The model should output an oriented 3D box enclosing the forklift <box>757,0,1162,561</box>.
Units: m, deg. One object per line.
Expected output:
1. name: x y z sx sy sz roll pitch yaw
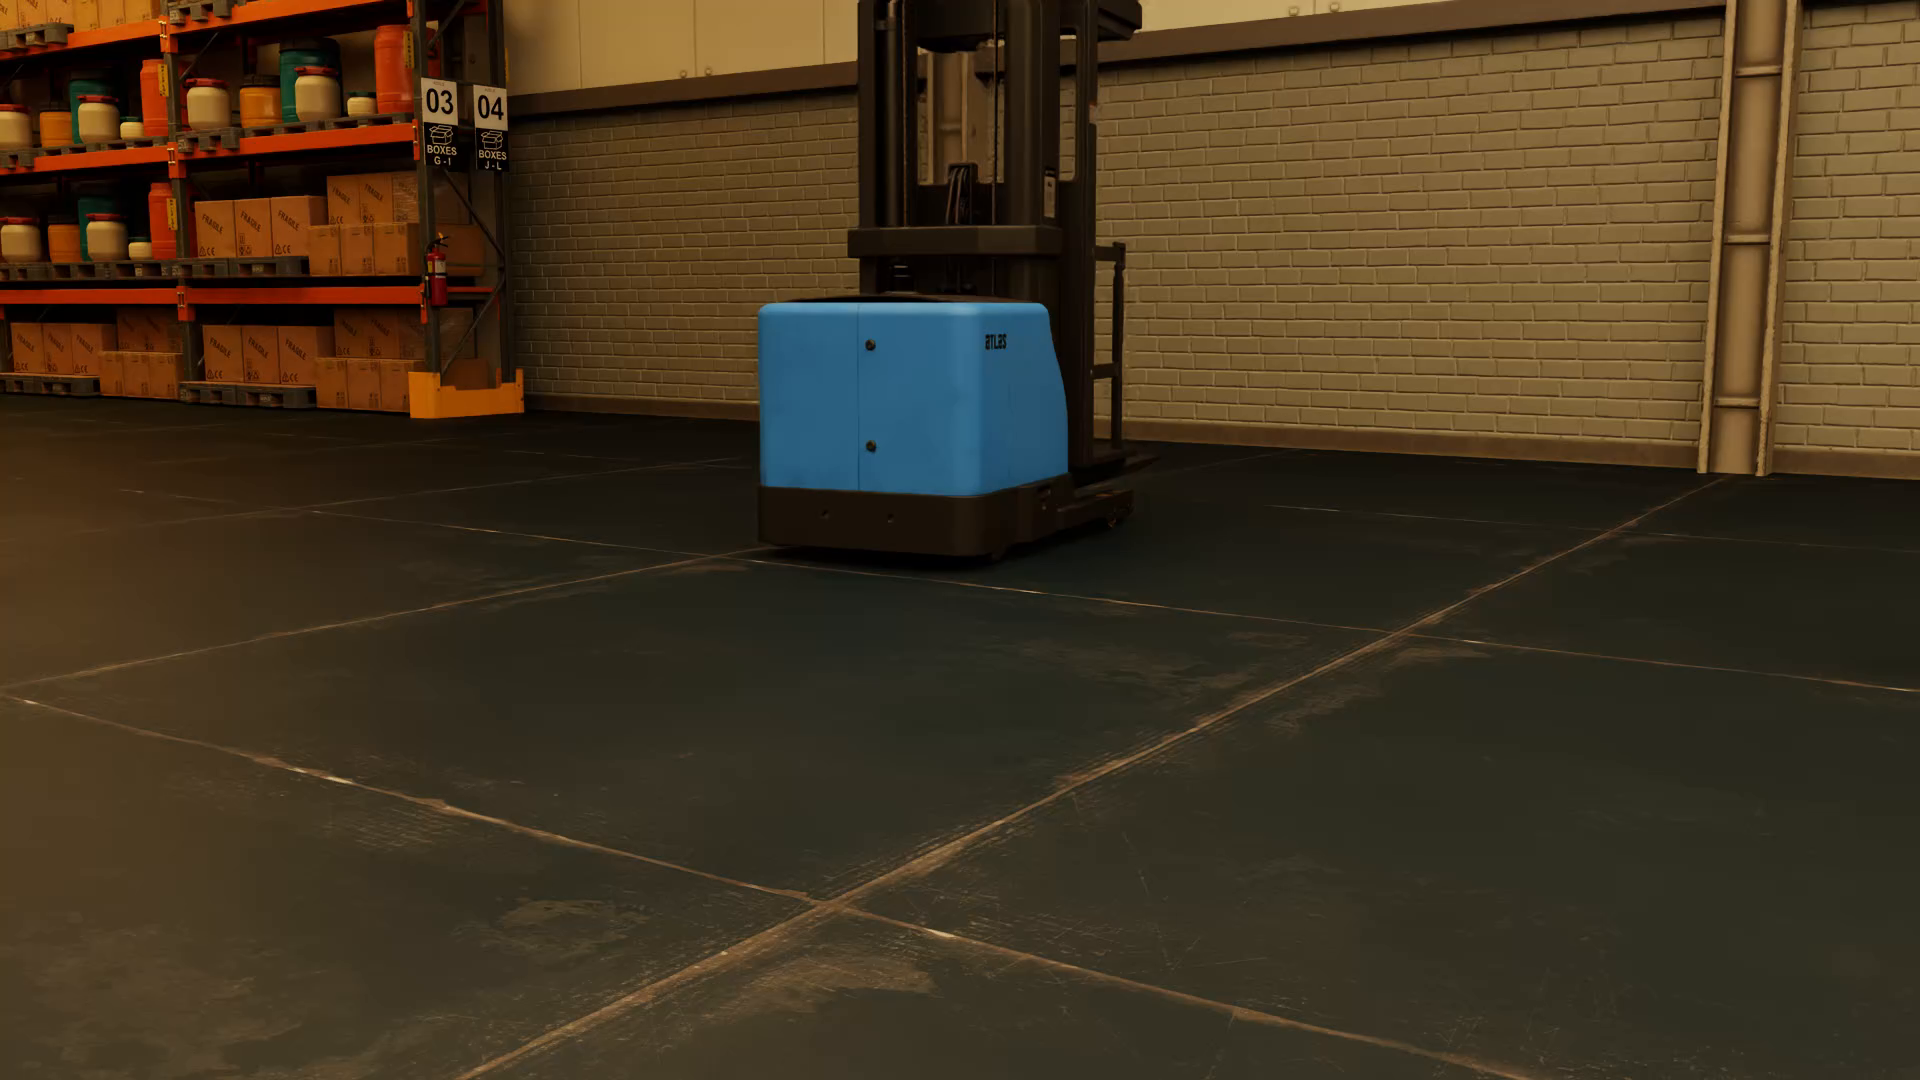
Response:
1. forklift: 0.208 -1.533 7.976 1.130 2.935 3.031 4 9 24
